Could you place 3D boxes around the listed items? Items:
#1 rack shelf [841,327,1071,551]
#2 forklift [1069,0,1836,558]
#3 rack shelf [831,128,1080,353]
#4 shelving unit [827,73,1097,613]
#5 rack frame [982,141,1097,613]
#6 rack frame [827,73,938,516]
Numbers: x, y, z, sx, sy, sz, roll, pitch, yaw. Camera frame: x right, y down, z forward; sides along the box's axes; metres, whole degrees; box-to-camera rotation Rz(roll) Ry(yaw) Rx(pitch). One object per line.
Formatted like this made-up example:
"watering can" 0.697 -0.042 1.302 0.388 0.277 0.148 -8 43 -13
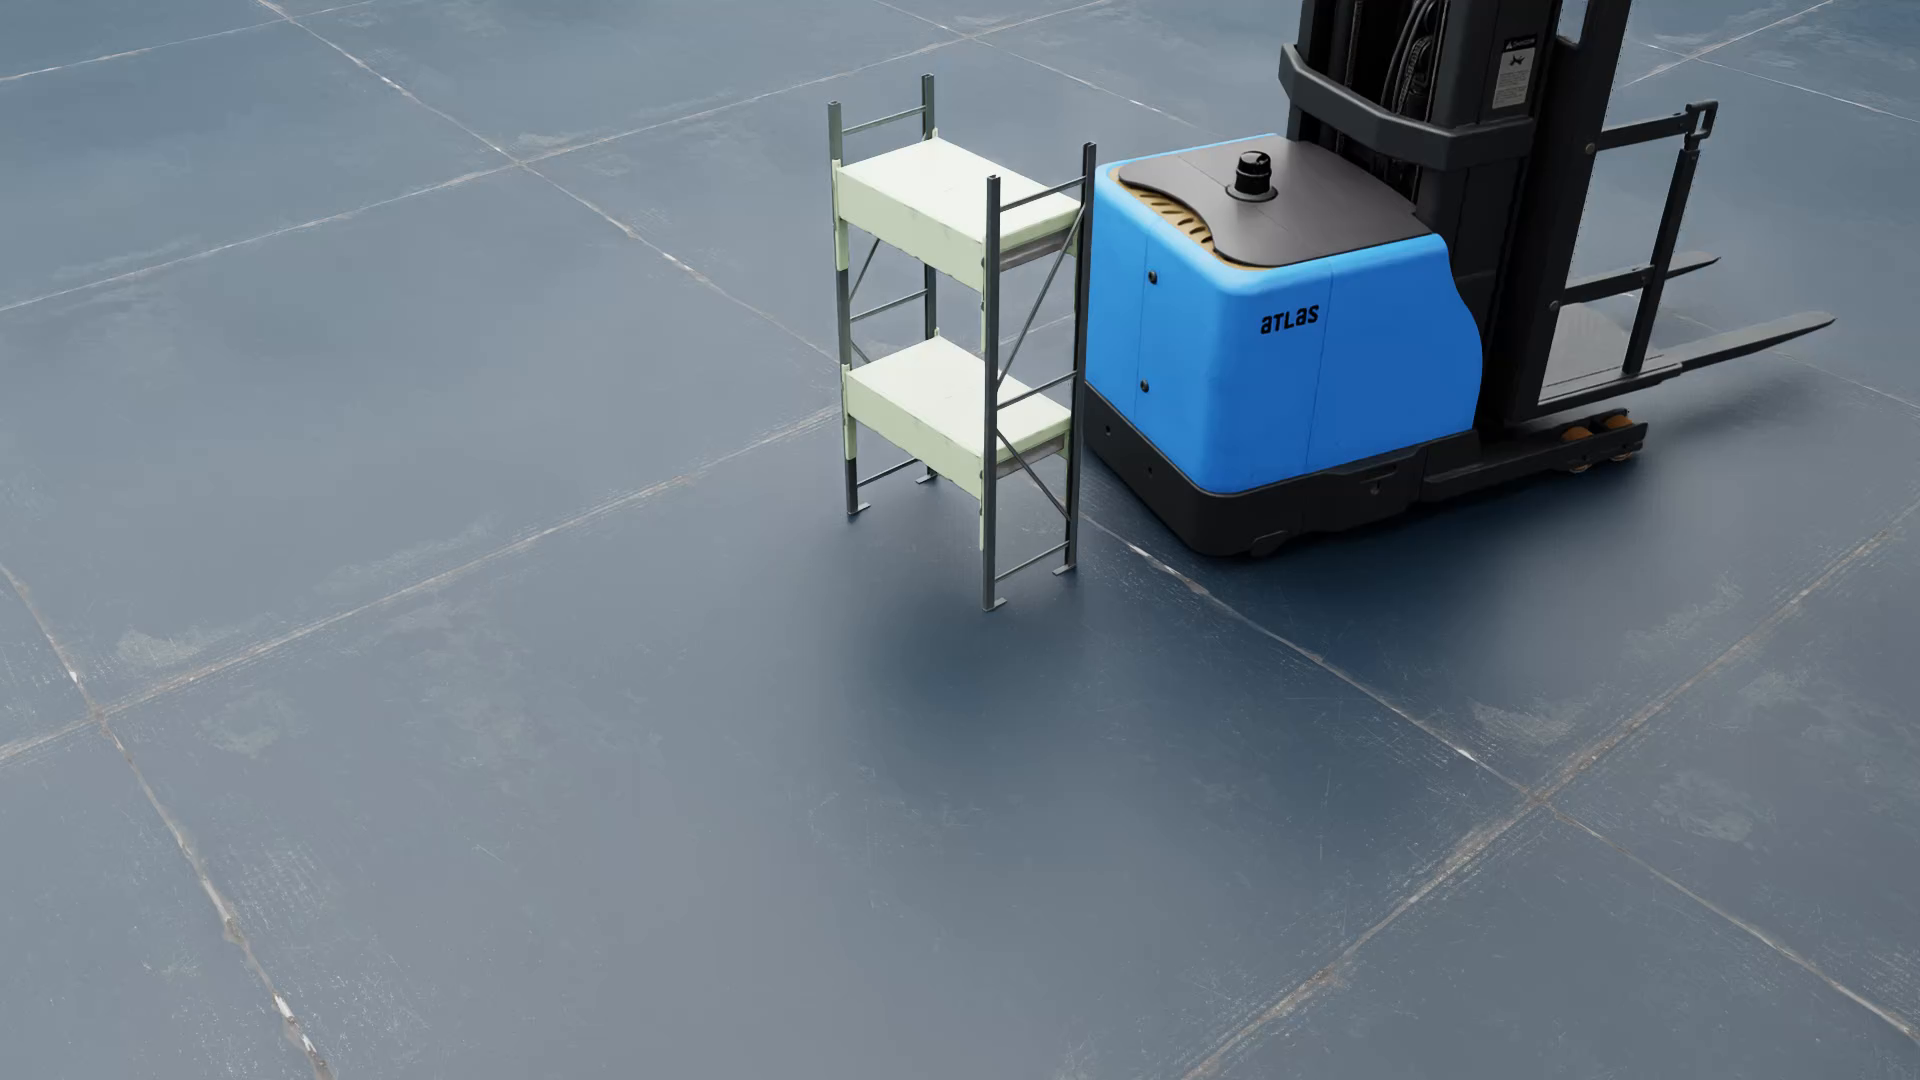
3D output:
"rack shelf" -0.004 -0.349 5.509 0.431 0.370 0.720 -26 43 -32
"forklift" 1.968 -1.704 5.620 3.031 2.935 1.130 -15 38 -20
"rack shelf" -0.004 -0.933 5.095 0.431 0.370 0.720 -26 43 -32
"shelving unit" -0.004 -0.615 5.321 0.431 1.500 0.755 -26 43 -32
"rack frame" 0.232 -0.453 5.093 0.400 1.500 0.023 -26 43 -32
"rack frame" -0.241 -0.777 5.549 0.400 1.500 0.023 -26 43 -32
